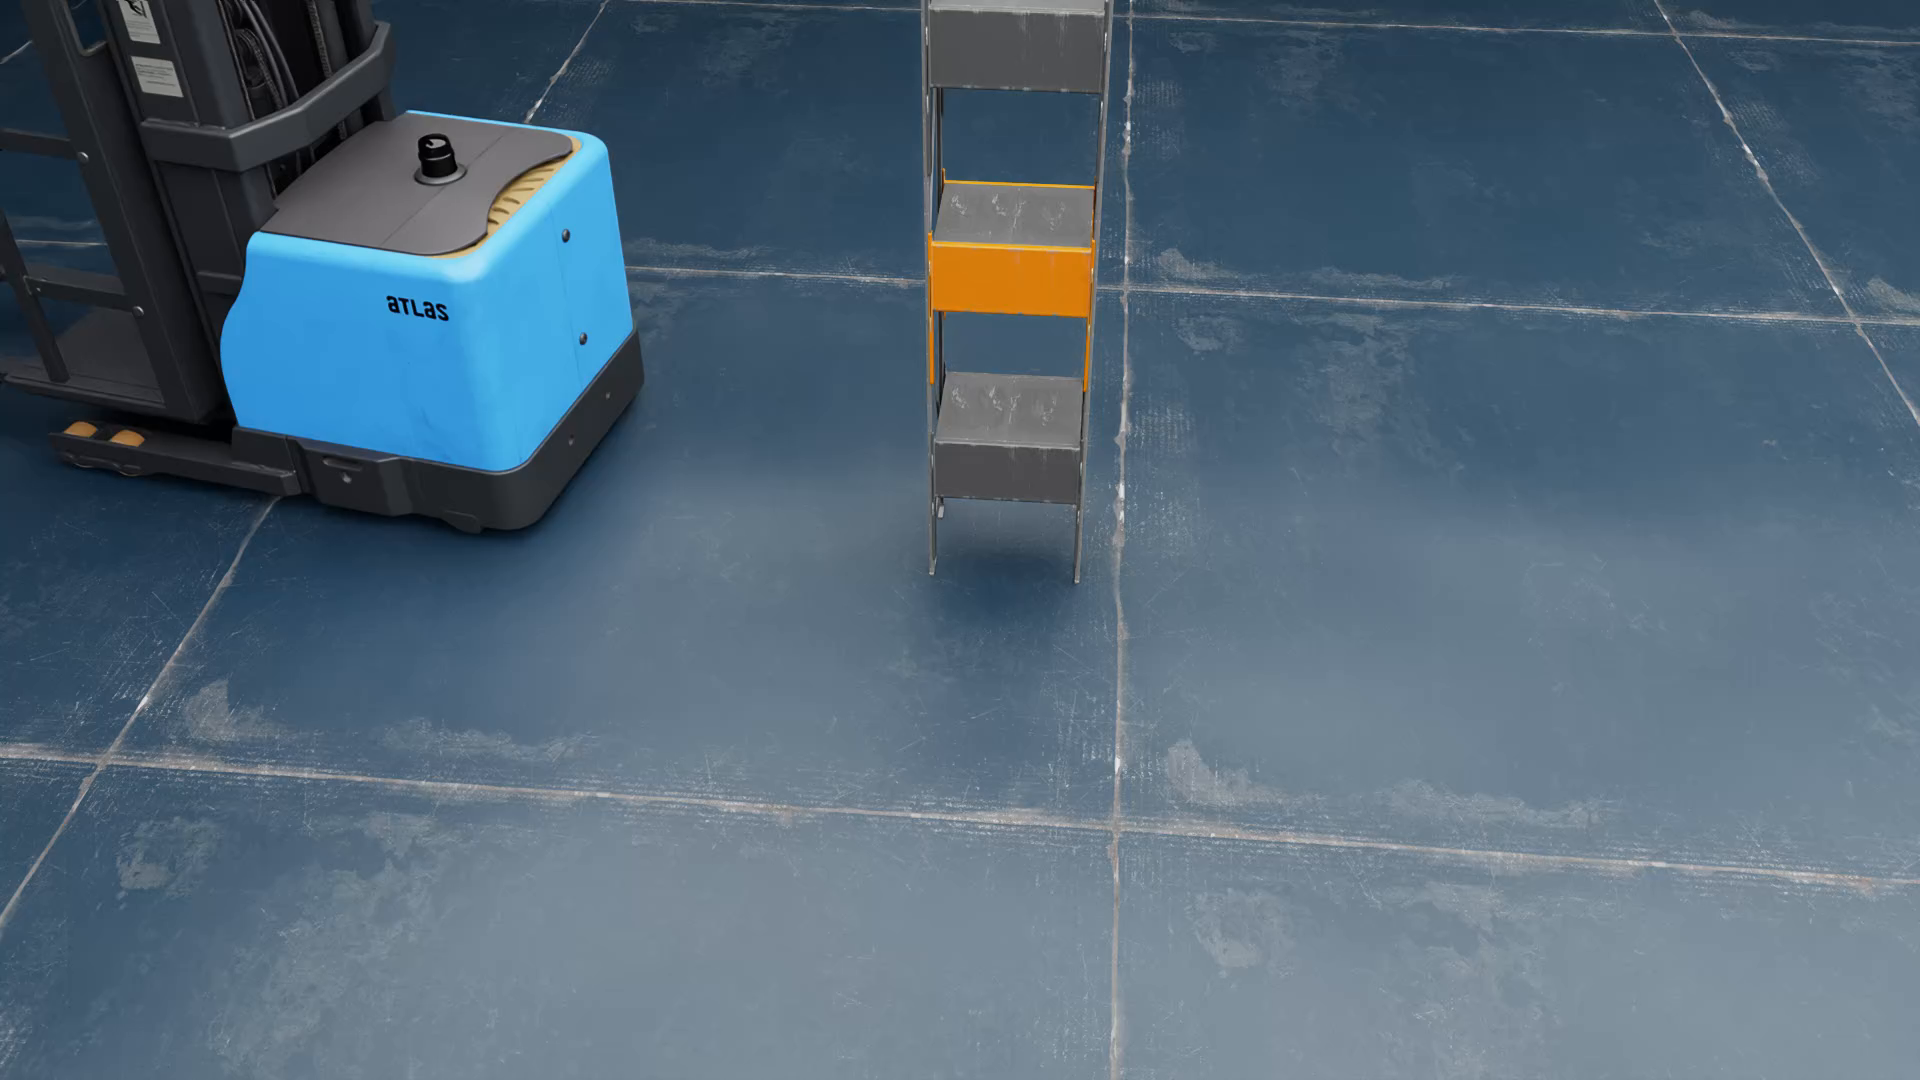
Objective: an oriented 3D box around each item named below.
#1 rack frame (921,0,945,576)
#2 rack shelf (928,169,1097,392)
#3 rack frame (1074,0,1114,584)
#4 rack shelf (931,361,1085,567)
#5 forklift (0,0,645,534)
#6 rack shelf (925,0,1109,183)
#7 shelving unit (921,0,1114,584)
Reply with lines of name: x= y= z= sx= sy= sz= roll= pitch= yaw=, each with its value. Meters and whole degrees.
rack frame: x=-0.078 y=-0.819 z=5.092 sx=0.015 sy=2.100 sz=0.400 roll=3 pitch=39 yaw=4
rack shelf: x=0.165 y=-0.795 z=5.085 sx=0.480 sy=0.518 sz=0.431 roll=3 pitch=39 yaw=4
rack frame: x=0.408 y=-0.792 z=5.060 sx=0.015 sy=2.100 sz=0.400 roll=3 pitch=39 yaw=4
rack shelf: x=0.165 y=-0.252 z=5.527 sx=0.480 sy=0.518 sz=0.431 roll=3 pitch=39 yaw=4
forklift: x=-2.786 y=-1.676 z=5.487 sx=3.031 sy=2.935 sz=1.130 roll=10 pitch=40 yaw=12
rack shelf: x=0.165 y=-1.338 z=4.643 sx=0.480 sy=0.518 sz=0.431 roll=3 pitch=39 yaw=4
shelving unit: x=0.165 y=-0.805 z=5.076 sx=0.503 sy=2.100 sz=0.431 roll=3 pitch=39 yaw=4
